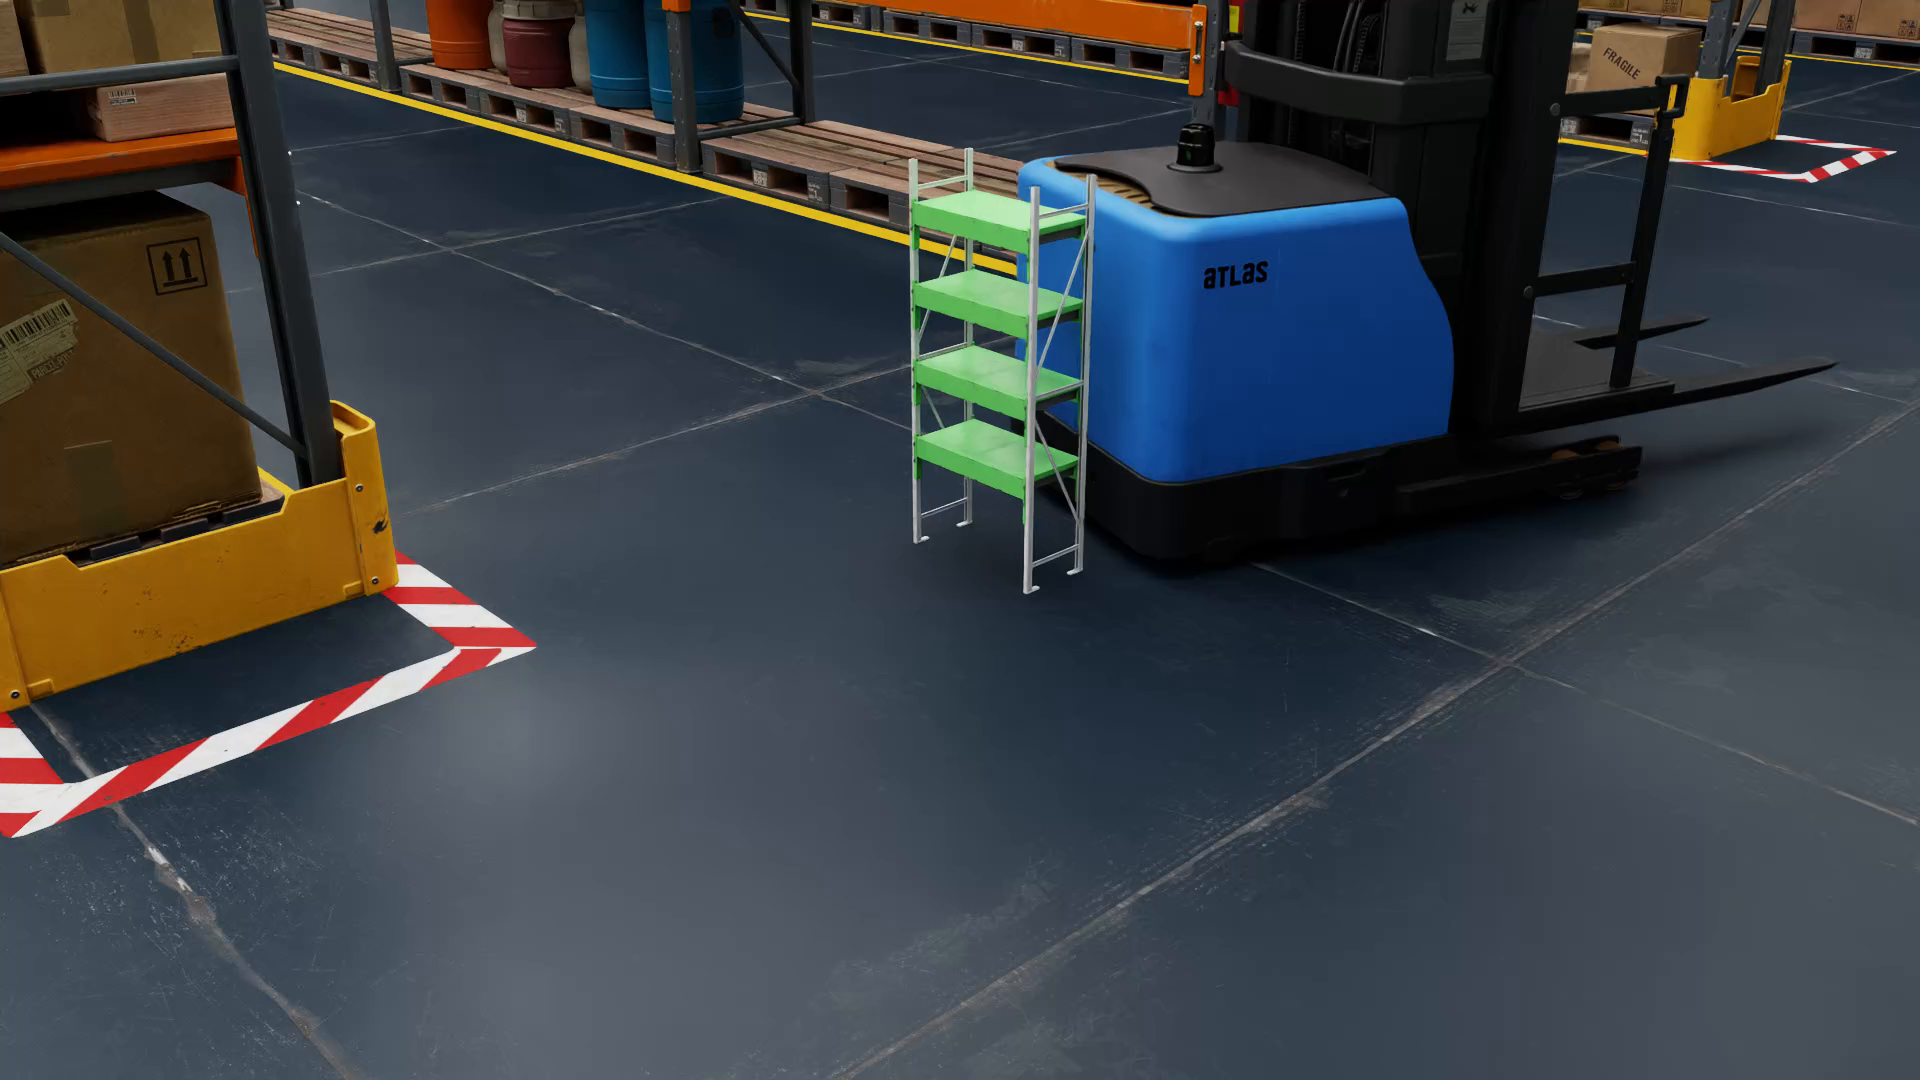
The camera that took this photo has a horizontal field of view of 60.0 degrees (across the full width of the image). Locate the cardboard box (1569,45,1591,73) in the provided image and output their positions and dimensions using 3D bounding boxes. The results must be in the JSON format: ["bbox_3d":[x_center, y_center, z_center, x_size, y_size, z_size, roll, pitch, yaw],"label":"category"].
[{"bbox_3d":[4.516,-3.283,11.615,0.500,0.250,0.500,-21,32,-38],"label":"cardboard box"}]

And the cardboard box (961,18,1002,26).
[{"bbox_3d":[0.358,-4.894,14.846,0.500,0.500,0.500,-22,32,-39],"label":"cardboard box"}]

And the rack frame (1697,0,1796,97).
[{"bbox_3d":[5.022,-3.937,10.266,1.000,3.000,0.127,-21,32,-38],"label":"rack frame"}]

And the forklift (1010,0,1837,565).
[{"bbox_3d":[1.733,-1.654,5.344,3.031,2.935,1.130,-11,27,-22],"label":"forklift"}]

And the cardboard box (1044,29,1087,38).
[{"bbox_3d":[1.068,-4.584,14.167,0.500,0.500,0.500,-21,32,-38],"label":"cardboard box"}]

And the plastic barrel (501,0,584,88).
[{"bbox_3d":[-2.945,-3.565,11.851,0.600,0.588,0.708,-21,32,-38],"label":"plastic barrel"}]

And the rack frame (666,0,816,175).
[{"bbox_3d":[-1.330,-3.745,9.845,1.000,3.000,0.127,-21,32,-38],"label":"rack frame"}]

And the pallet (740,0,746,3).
[{"bbox_3d":[-2.647,-6.092,18.349,1.003,0.211,1.213,-21,32,-38],"label":"pallet"}]

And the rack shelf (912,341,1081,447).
[{"bbox_3d":[0.113,-0.438,4.918,0.258,0.148,0.480,-21,32,-38],"label":"rack shelf"}]

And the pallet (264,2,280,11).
[{"bbox_3d":[-7.226,-5.115,16.209,1.003,0.211,1.213,-21,32,-38],"label":"pallet"}]

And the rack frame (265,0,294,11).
[{"bbox_3d":[-6.798,-6.169,15.158,1.000,3.000,0.127,-21,32,-38],"label":"rack frame"}]

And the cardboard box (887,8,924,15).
[{"bbox_3d":[-0.343,-5.205,15.527,0.500,0.500,0.500,-20,31,-36],"label":"cardboard box"}]

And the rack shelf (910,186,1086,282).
[{"bbox_3d":[0.113,-0.874,4.718,0.258,0.148,0.480,-21,32,-38],"label":"rack shelf"}]

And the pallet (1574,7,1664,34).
[{"bbox_3d":[6.365,-5.034,16.031,1.003,0.211,1.213,-21,32,-38],"label":"pallet"}]

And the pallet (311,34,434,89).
[{"bbox_3d":[-4.565,-3.934,13.619,1.003,0.211,1.213,-21,32,-38],"label":"pallet"}]

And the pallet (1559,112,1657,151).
[{"bbox_3d":[4.425,-2.933,11.424,1.003,0.211,1.213,-21,32,-38],"label":"pallet"}]

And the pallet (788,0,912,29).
[{"bbox_3d":[-0.980,-5.353,16.729,1.003,0.211,1.213,-21,32,-38],"label":"pallet"}]

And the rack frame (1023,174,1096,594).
[{"bbox_3d":[0.280,-0.422,4.729,0.240,1.200,0.015,-21,32,-38],"label":"rack frame"}]

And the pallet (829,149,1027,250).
[{"bbox_3d":[0.039,-1.895,9.149,1.003,0.211,1.213,-21,32,-38],"label":"pallet"}]

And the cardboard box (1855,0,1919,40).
[{"bbox_3d":[8.084,-4.581,14.184,0.700,0.500,0.500,-21,32,-38],"label":"cardboard box"}]

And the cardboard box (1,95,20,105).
[{"bbox_3d":[-2.744,-1.448,5.114,0.380,0.149,0.250,-22,32,-39],"label":"cardboard box"}]

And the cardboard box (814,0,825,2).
[{"bbox_3d":[-1.338,-5.546,16.601,0.500,0.250,0.500,-22,32,-39],"label":"cardboard box"}]

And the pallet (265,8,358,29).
[{"bbox_3d":[-6.233,-4.673,15.239,1.003,0.211,1.213,-21,32,-38],"label":"pallet"}]

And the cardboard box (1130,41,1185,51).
[{"bbox_3d":[1.742,-4.280,13.500,0.500,0.500,0.500,-21,32,-39],"label":"cardboard box"}]

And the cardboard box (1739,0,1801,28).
[{"bbox_3d":[7.398,-4.885,14.849,0.500,0.500,0.700,23,33,40],"label":"cardboard box"}]

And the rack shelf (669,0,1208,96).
[{"bbox_3d":[0.037,-2.812,8.666,1.077,0.370,4.000,-21,32,-38],"label":"rack shelf"}]

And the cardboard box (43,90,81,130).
[{"bbox_3d":[-2.389,-1.292,4.771,0.380,0.149,0.250,-22,32,-39],"label":"cardboard box"}]

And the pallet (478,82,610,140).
[{"bbox_3d":[-2.665,-3.092,11.773,1.003,0.211,1.213,-21,32,-38],"label":"pallet"}]

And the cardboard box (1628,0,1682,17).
[{"bbox_3d":[6.679,-5.200,15.541,0.700,0.500,0.500,-22,32,-39],"label":"cardboard box"}]

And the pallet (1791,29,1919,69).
[{"bbox_3d":[8.032,-4.295,14.410,1.003,0.211,1.213,-21,32,-38],"label":"pallet"}]

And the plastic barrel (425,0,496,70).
[{"bbox_3d":[-3.717,-4.017,12.550,0.600,0.830,0.708,-21,32,-38],"label":"plastic barrel"}]

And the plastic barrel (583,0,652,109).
[{"bbox_3d":[-2.173,-3.366,11.036,0.600,0.901,0.708,-21,32,-38],"label":"plastic barrel"}]

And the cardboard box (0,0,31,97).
[{"bbox_3d":[-2.736,-1.267,4.235,0.500,0.250,0.500,-22,32,-39],"label":"cardboard box"}]

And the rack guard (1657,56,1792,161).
[{"bbox_3d":[4.971,-2.823,10.836,1.175,0.500,0.348,-21,32,-38],"label":"rack guard"}]

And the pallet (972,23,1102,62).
[{"bbox_3d":[0.867,-4.486,14.829,1.003,0.211,1.213,-21,32,-38],"label":"pallet"}]

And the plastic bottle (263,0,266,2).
[{"bbox_3d":[-6.765,-5.347,16.199,0.097,0.201,0.097,0,25,0],"label":"plastic bottle"}]

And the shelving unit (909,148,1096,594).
[{"bbox_3d":[0.113,-0.496,4.891,0.258,1.200,0.503,-21,32,-38],"label":"shelving unit"}]

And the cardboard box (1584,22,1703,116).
[{"bbox_3d":[4.471,-3.095,10.902,0.500,0.500,0.500,-21,32,-38],"label":"cardboard box"}]
